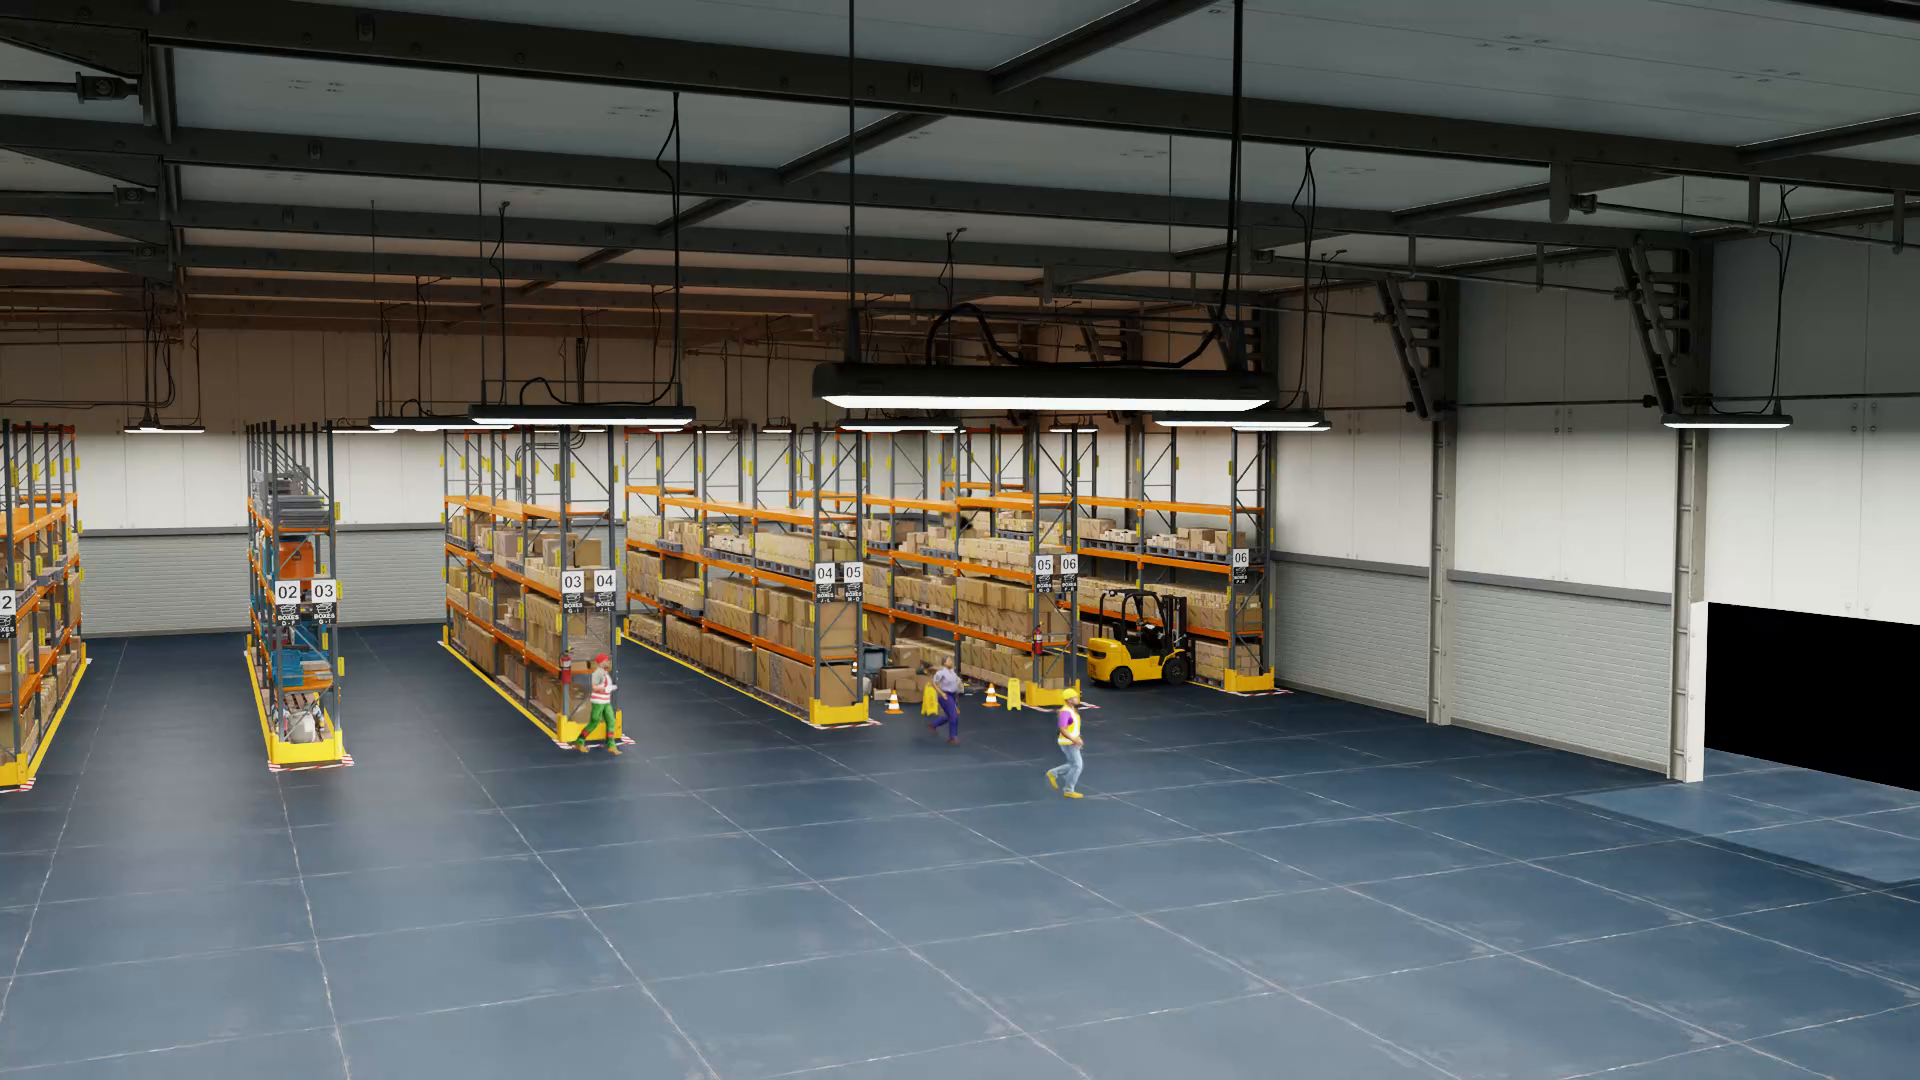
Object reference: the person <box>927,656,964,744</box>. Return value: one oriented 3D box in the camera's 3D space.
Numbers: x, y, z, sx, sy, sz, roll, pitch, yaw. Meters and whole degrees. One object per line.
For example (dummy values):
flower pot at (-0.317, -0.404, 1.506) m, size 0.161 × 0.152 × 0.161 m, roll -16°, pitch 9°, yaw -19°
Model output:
person at (-0.270, 2.976, 31.107) m, size 0.776 × 1.648 × 0.601 m, roll 2°, pitch 4°, yaw 27°

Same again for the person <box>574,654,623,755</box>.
person at (-6.460, 2.947, 29.895) m, size 0.859 × 1.803 × 0.661 m, roll 1°, pitch 4°, yaw 9°

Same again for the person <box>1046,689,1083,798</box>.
person at (1.686, 3.215, 26.384) m, size 0.555 × 1.716 × 0.733 m, roll 0°, pitch 4°, yaw 7°
